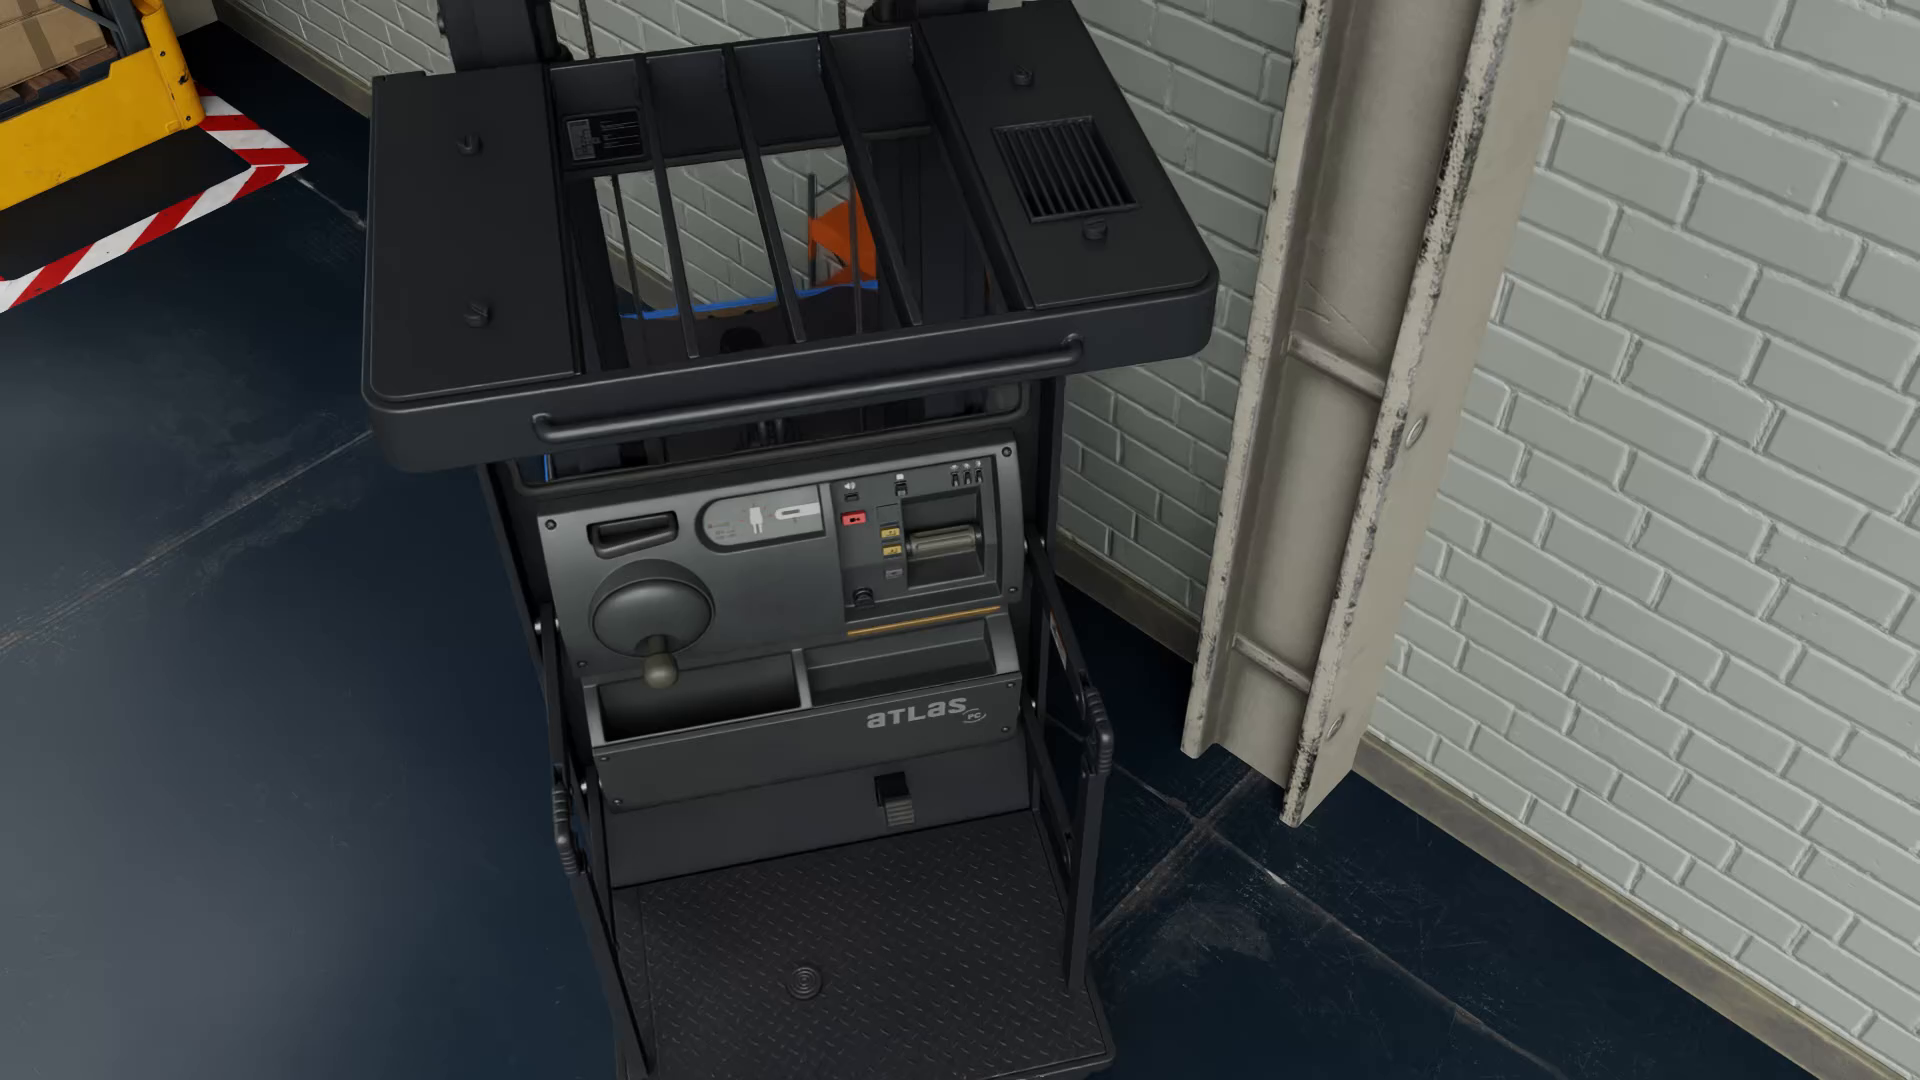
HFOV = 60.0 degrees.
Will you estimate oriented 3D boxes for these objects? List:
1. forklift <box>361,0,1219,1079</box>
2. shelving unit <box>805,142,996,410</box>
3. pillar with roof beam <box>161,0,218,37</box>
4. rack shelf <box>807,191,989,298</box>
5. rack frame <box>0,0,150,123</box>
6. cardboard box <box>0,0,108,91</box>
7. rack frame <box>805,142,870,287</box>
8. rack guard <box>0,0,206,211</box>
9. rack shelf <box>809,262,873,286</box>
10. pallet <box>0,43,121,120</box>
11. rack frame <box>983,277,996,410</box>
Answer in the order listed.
[{"bbox_3d":[-0.284,0.139,3.109,1.130,2.935,3.031,-9,48,-9],"label":"forklift"},{"bbox_3d":[-0.185,-0.530,4.899,0.503,1.200,0.258,35,56,24],"label":"shelving unit"},{"bbox_3d":[-6.461,-3.136,2.022,0.400,9.000,9.100,34,55,28],"label":"pillar with roof beam"},{"bbox_3d":[-0.162,-0.786,4.602,0.480,0.148,0.258,35,56,24],"label":"rack shelf"},{"bbox_3d":[-3.641,-2.562,5.598,0.127,3.000,1.000,34,55,28],"label":"rack frame"},{"bbox_3d":[-3.869,-2.112,6.773,0.500,0.250,0.500,34,56,28],"label":"cardboard box"},{"bbox_3d":[-0.367,-0.659,4.997,0.015,1.200,0.240,35,56,24],"label":"rack frame"},{"bbox_3d":[-3.623,-1.694,6.498,0.348,0.500,1.175,34,55,28],"label":"rack guard"},{"bbox_3d":[-0.176,-0.632,4.781,0.480,0.148,0.258,35,56,24],"label":"rack shelf"},{"bbox_3d":[-4.232,-1.963,6.948,1.213,0.211,1.003,34,55,28],"label":"pallet"},{"bbox_3d":[-0.002,-0.401,4.802,0.015,1.200,0.240,35,56,24],"label":"rack frame"}]
